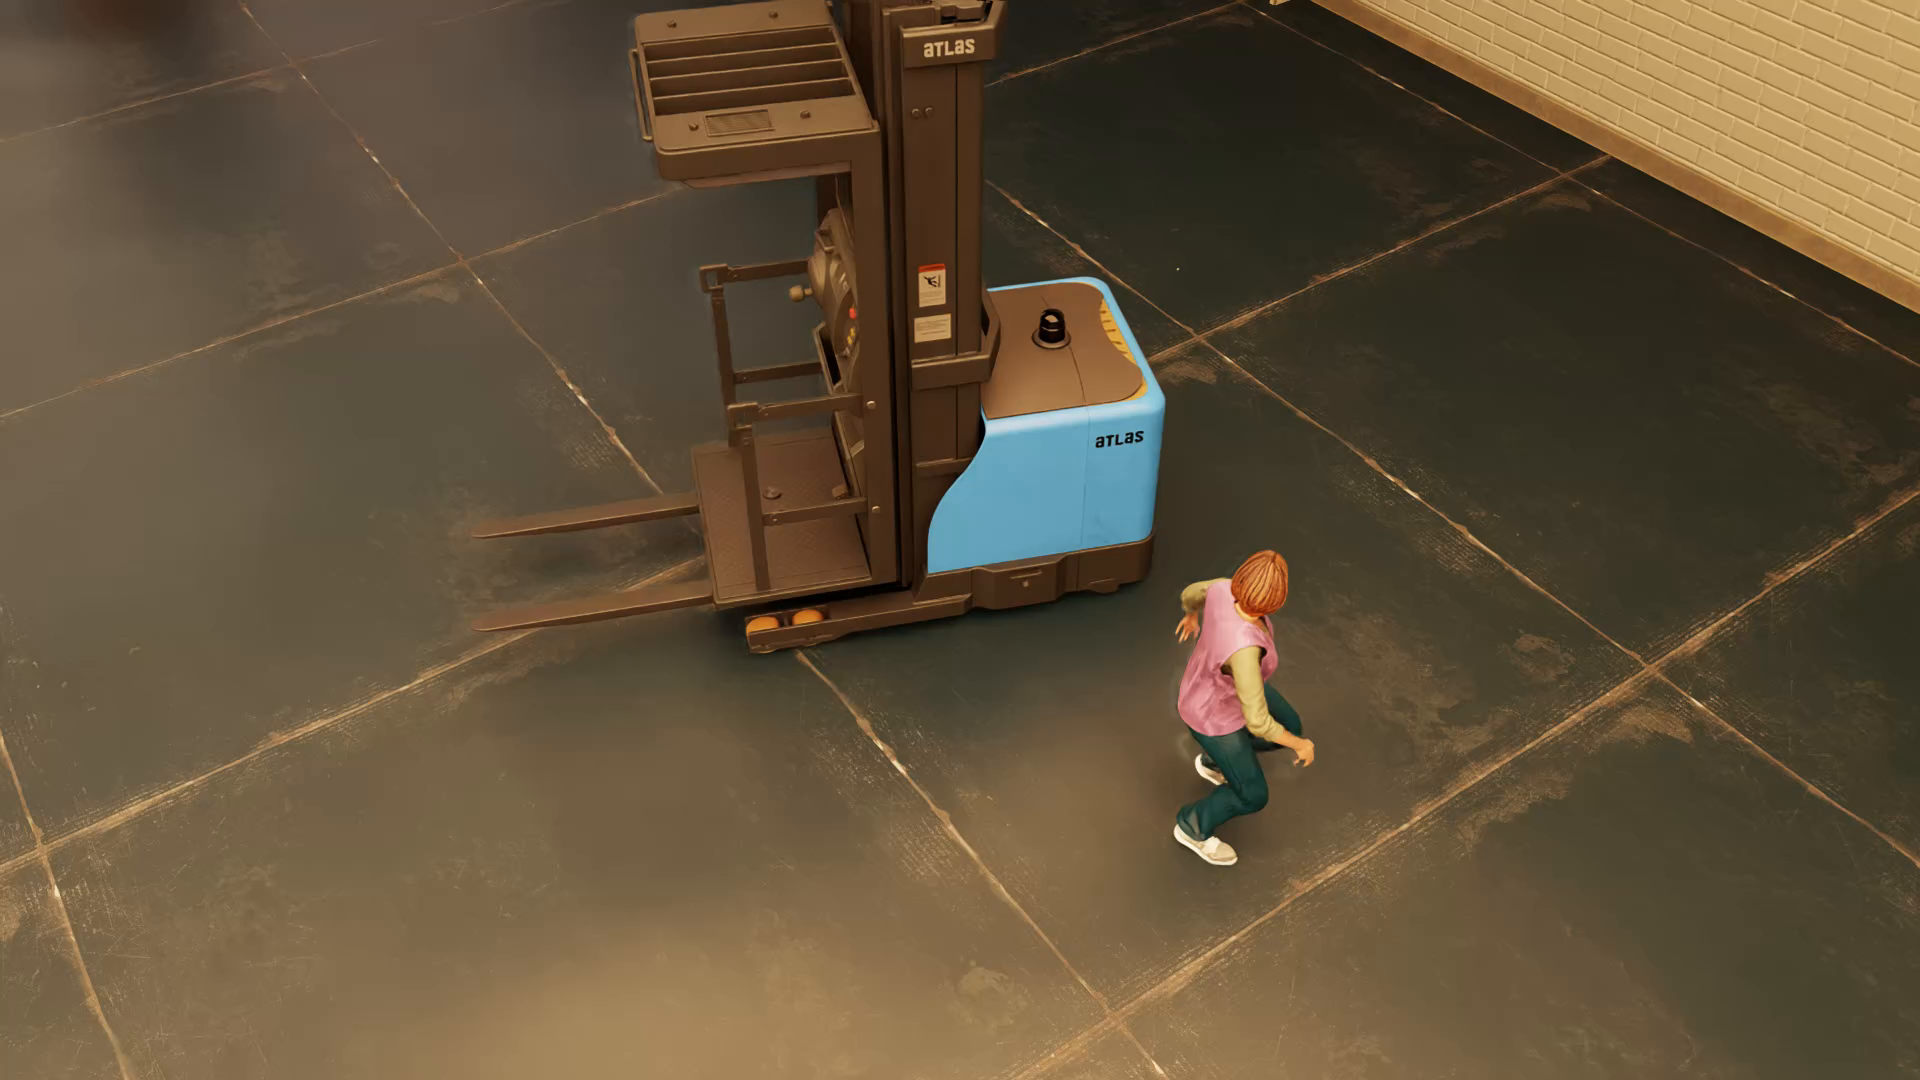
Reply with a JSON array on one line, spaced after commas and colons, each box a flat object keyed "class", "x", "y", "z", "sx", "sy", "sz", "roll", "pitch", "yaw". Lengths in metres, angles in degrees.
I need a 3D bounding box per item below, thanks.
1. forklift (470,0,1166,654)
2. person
[{"class": "forklift", "x": -0.693, "y": -0.973, "z": 6.771, "sx": 3.031, "sy": 2.935, "sz": 1.130, "roll": -9, "pitch": 43, "yaw": -9}, {"class": "person", "x": 1.032, "y": 0.599, "z": 6.122, "sx": 0.580, "sy": 1.511, "sz": 0.648, "roll": 10, "pitch": 44, "yaw": 11}]
